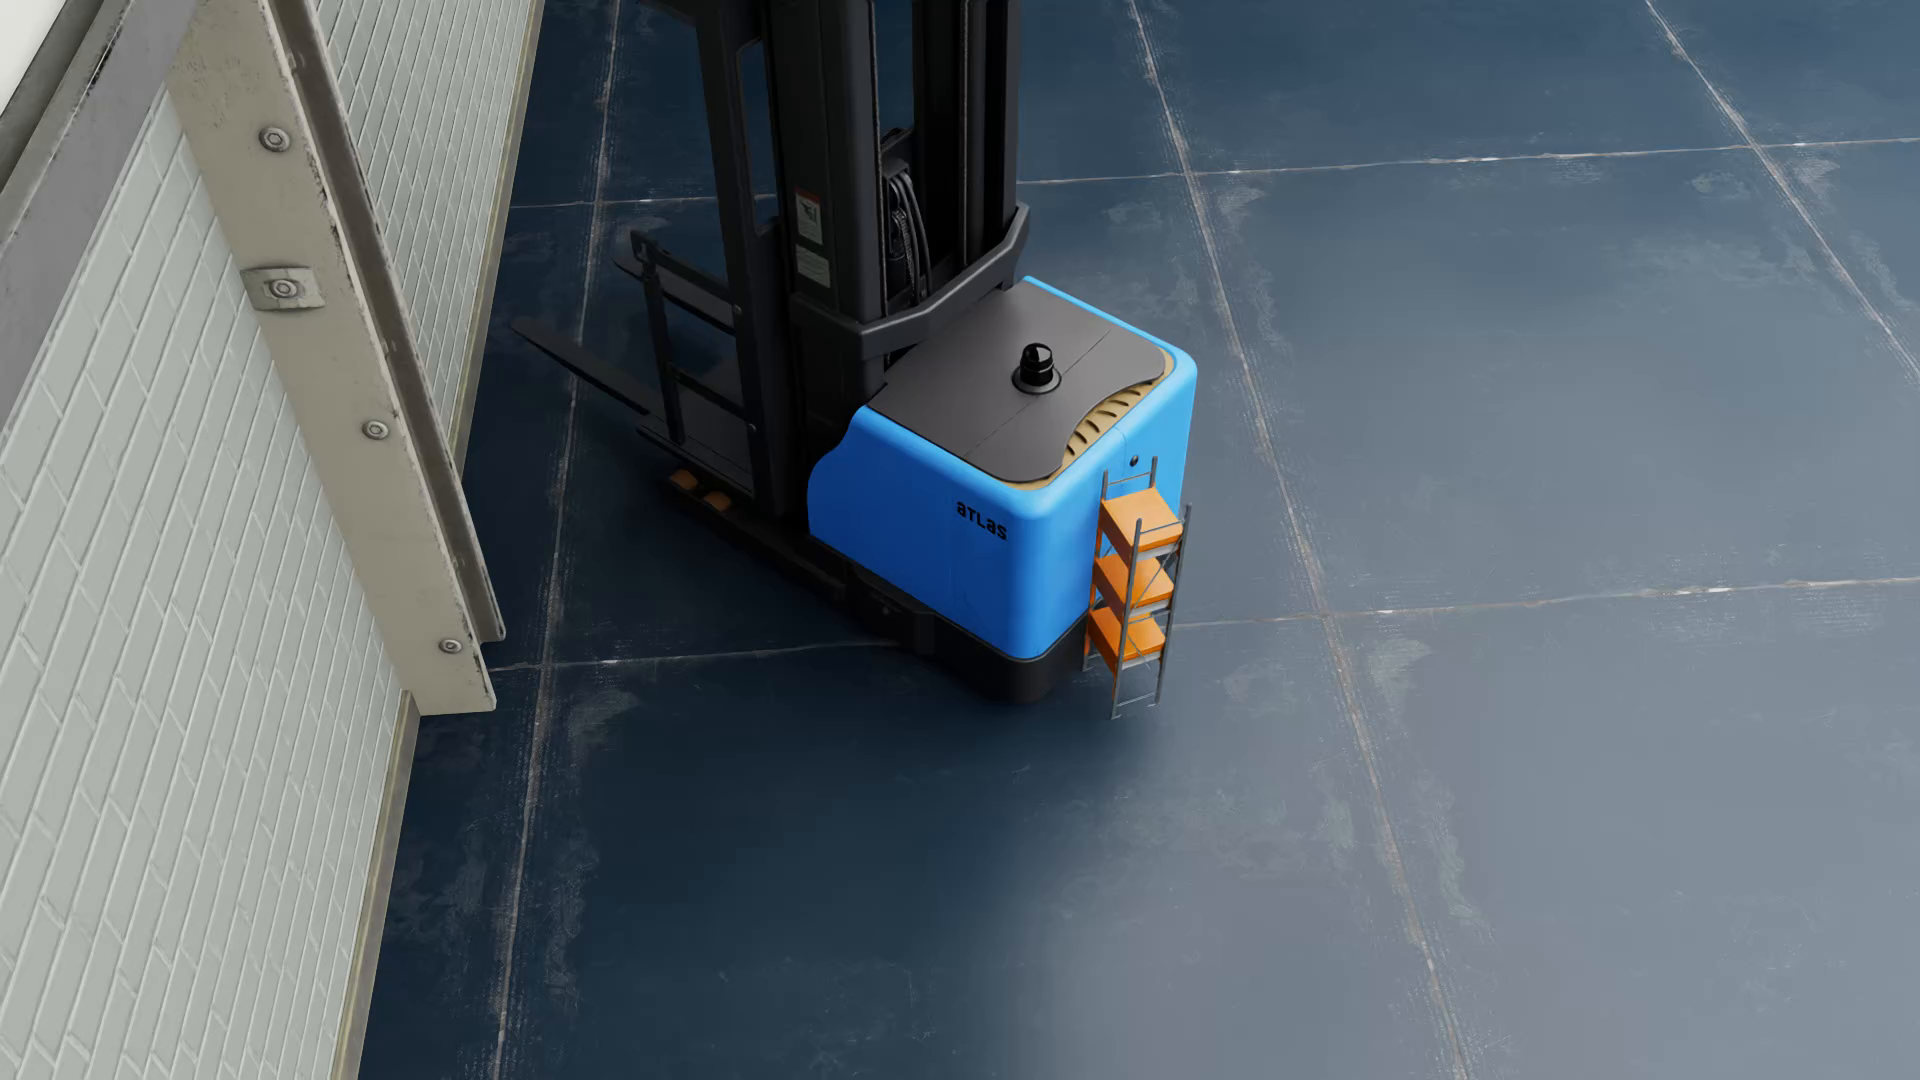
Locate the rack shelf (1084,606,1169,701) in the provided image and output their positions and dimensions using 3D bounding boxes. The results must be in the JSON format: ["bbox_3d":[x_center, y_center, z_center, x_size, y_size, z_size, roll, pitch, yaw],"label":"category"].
[{"bbox_3d":[0.603,0.389,6.053,0.215,0.259,0.240,-16,49,-16],"label":"rack shelf"}]

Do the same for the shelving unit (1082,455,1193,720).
[{"bbox_3d":[0.608,0.189,5.845,0.215,1.050,0.252,-16,49,-16],"label":"shelving unit"}]

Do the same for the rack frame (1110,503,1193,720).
[{"bbox_3d":[0.655,0.271,5.767,0.200,1.050,0.008,-16,49,-16],"label":"rack frame"}]

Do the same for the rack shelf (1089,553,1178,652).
[{"bbox_3d":[0.608,0.196,5.853,0.215,0.259,0.240,-16,49,-16],"label":"rack shelf"}]

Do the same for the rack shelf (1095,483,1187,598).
[{"bbox_3d":[0.613,0.000,5.648,0.215,0.259,0.240,-16,49,-16],"label":"rack shelf"}]

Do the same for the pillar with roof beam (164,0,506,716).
[{"bbox_3d":[2.399,-2.859,3.260,9.100,9.000,0.400,-3,47,-3],"label":"pillar with roof beam"}]

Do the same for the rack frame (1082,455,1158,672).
[{"bbox_3d":[0.561,0.107,5.922,0.200,1.050,0.008,-16,49,-16],"label":"rack frame"}]

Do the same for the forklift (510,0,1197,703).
[{"bbox_3d":[-0.606,-1.314,5.976,3.031,2.935,1.130,30,54,26],"label":"forklift"}]
